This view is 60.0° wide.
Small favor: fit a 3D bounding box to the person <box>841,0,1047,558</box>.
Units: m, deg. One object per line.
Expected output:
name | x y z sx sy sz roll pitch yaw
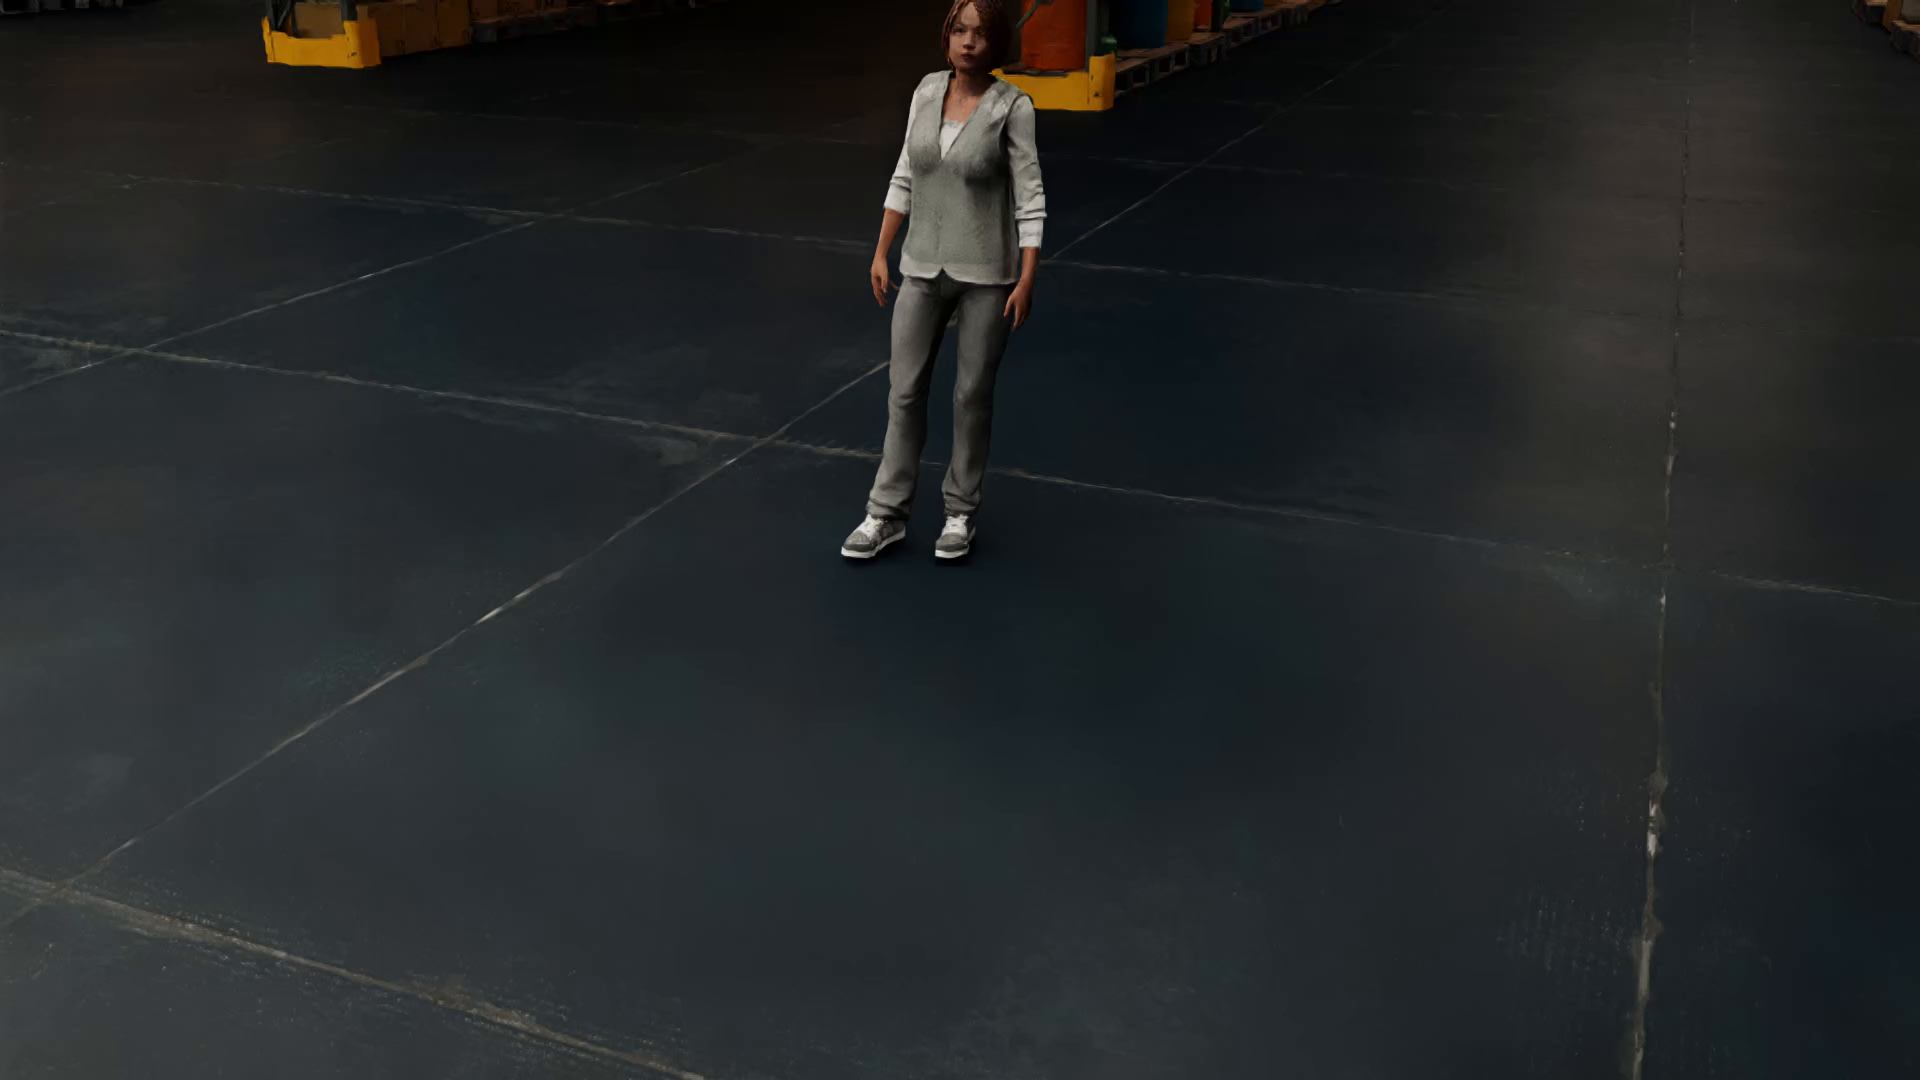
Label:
person | -0.041 -0.719 4.724 0.521 1.597 0.474 9 24 21
